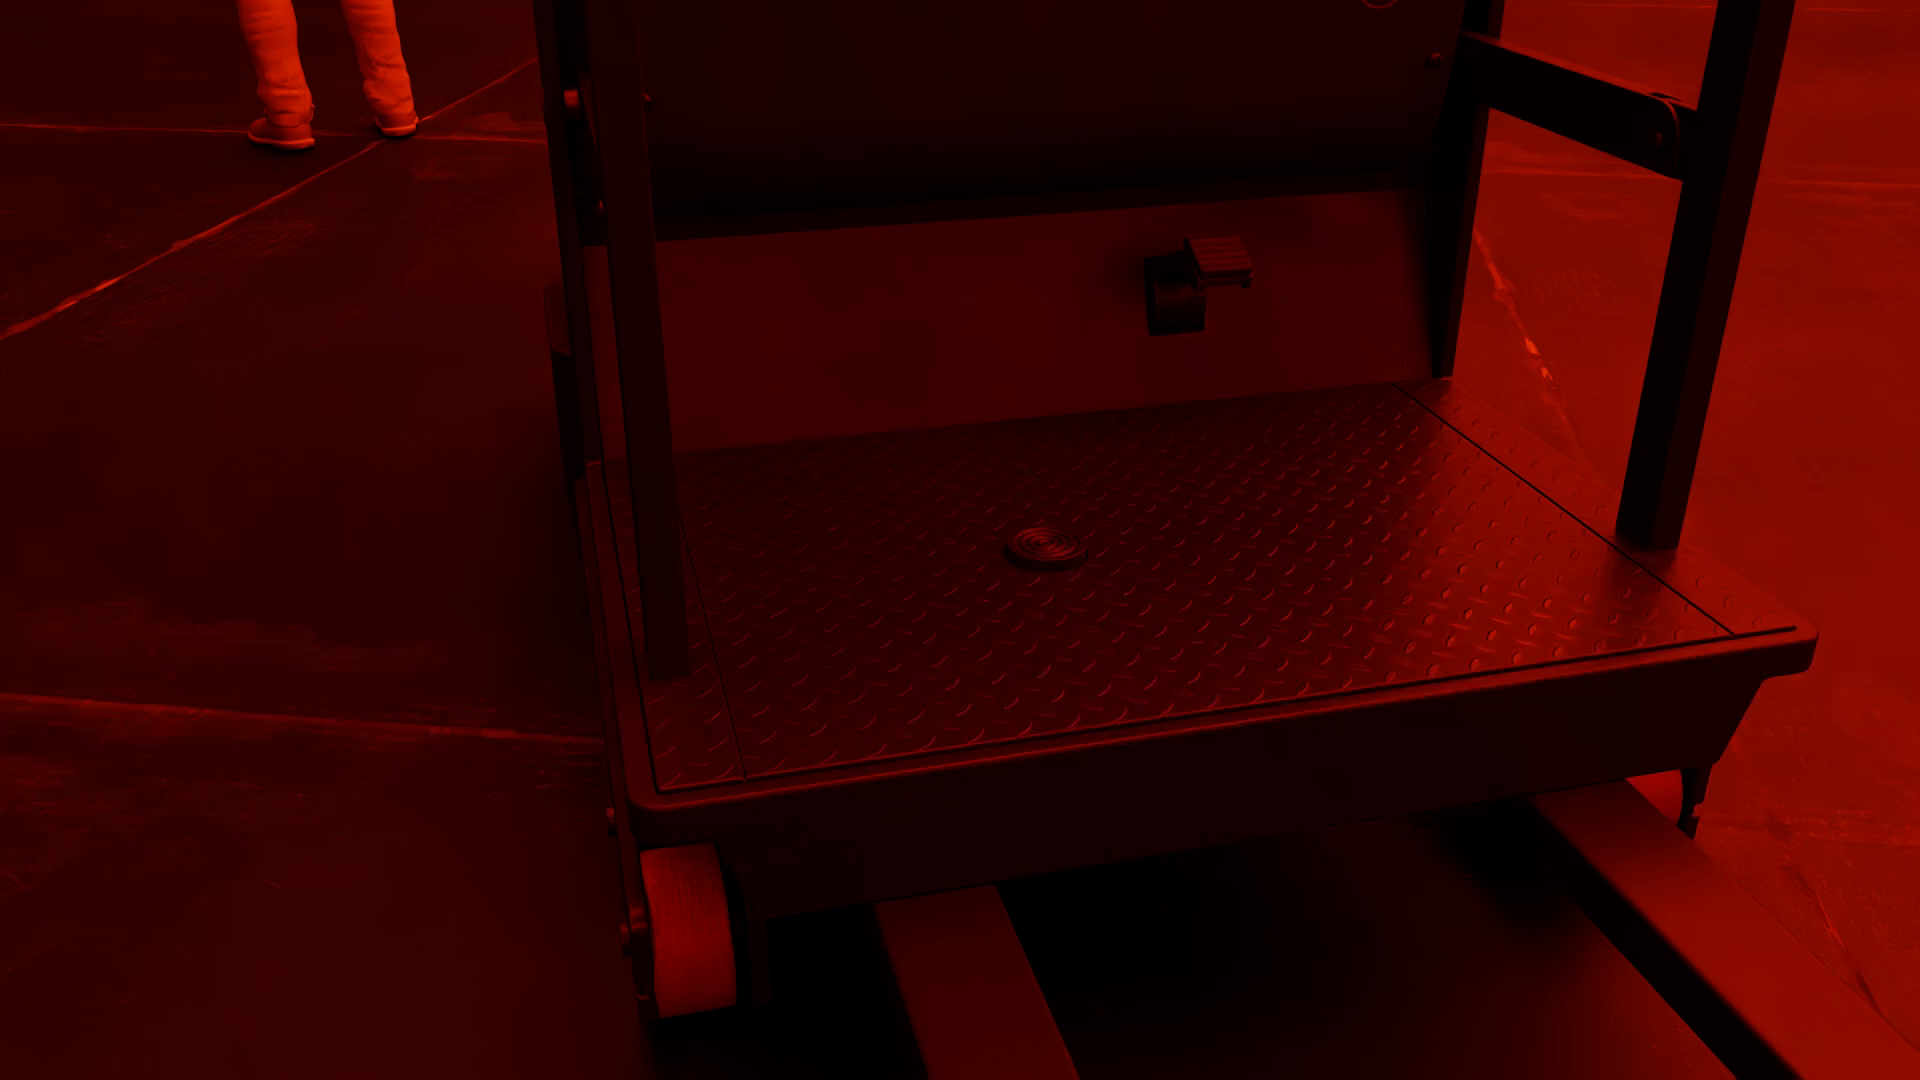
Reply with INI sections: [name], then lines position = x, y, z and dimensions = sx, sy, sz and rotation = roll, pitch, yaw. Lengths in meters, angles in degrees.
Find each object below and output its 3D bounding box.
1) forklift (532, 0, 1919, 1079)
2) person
[forklift]
position = 0.153, -1.049, 1.319
dimensions = 1.130, 2.935, 3.031
rotation = -7, 27, -13
[person]
position = -1.824, -1.913, 4.474
dimensions = 0.549, 1.664, 0.470
rotation = -18, 32, -32
